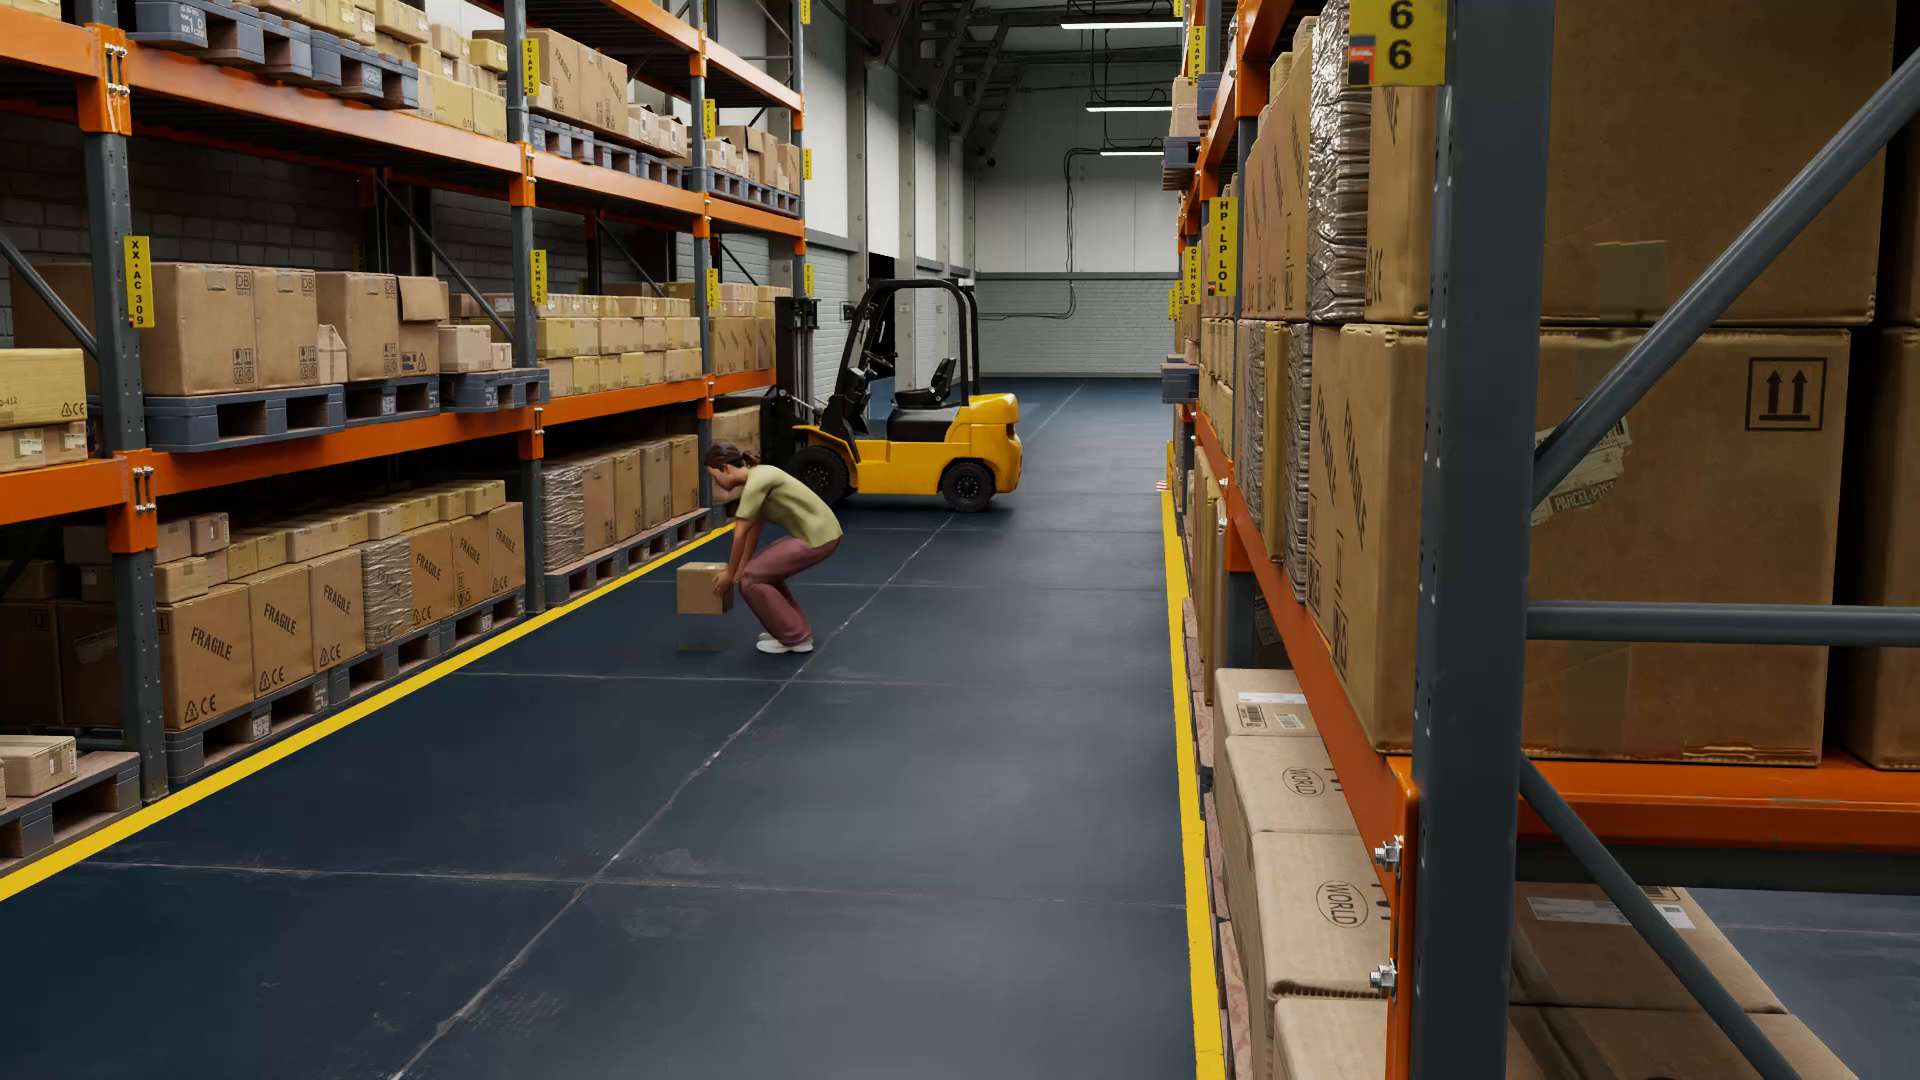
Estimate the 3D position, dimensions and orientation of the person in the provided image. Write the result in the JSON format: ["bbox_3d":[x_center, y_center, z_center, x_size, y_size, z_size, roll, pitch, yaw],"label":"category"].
[{"bbox_3d":[-1.019,0.035,9.051,0.740,1.142,0.502,1,8,6],"label":"person"}]
